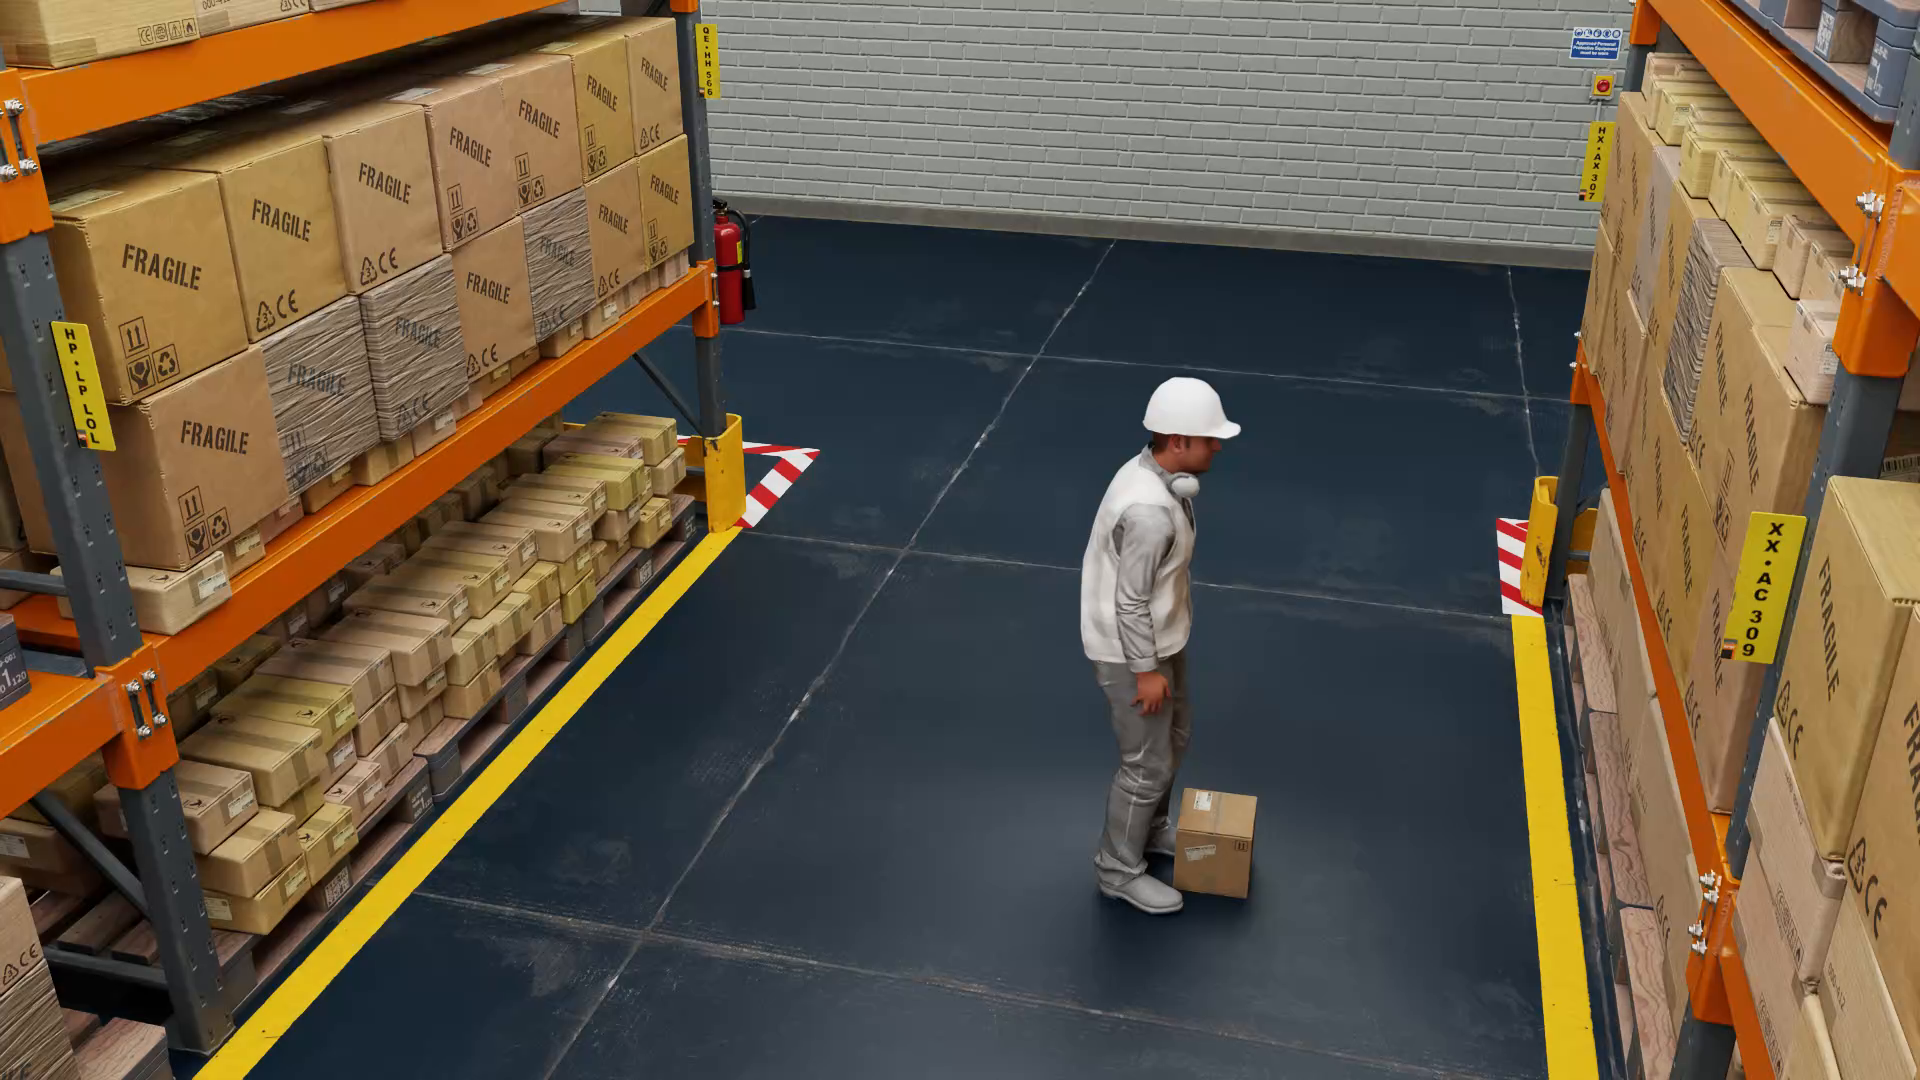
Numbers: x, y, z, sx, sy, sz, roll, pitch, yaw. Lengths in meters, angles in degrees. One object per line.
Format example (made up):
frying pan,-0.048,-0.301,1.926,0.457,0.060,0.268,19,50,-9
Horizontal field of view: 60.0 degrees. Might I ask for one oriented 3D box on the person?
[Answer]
person,0.622,0.320,5.395,0.465,1.771,0.581,6,26,13
